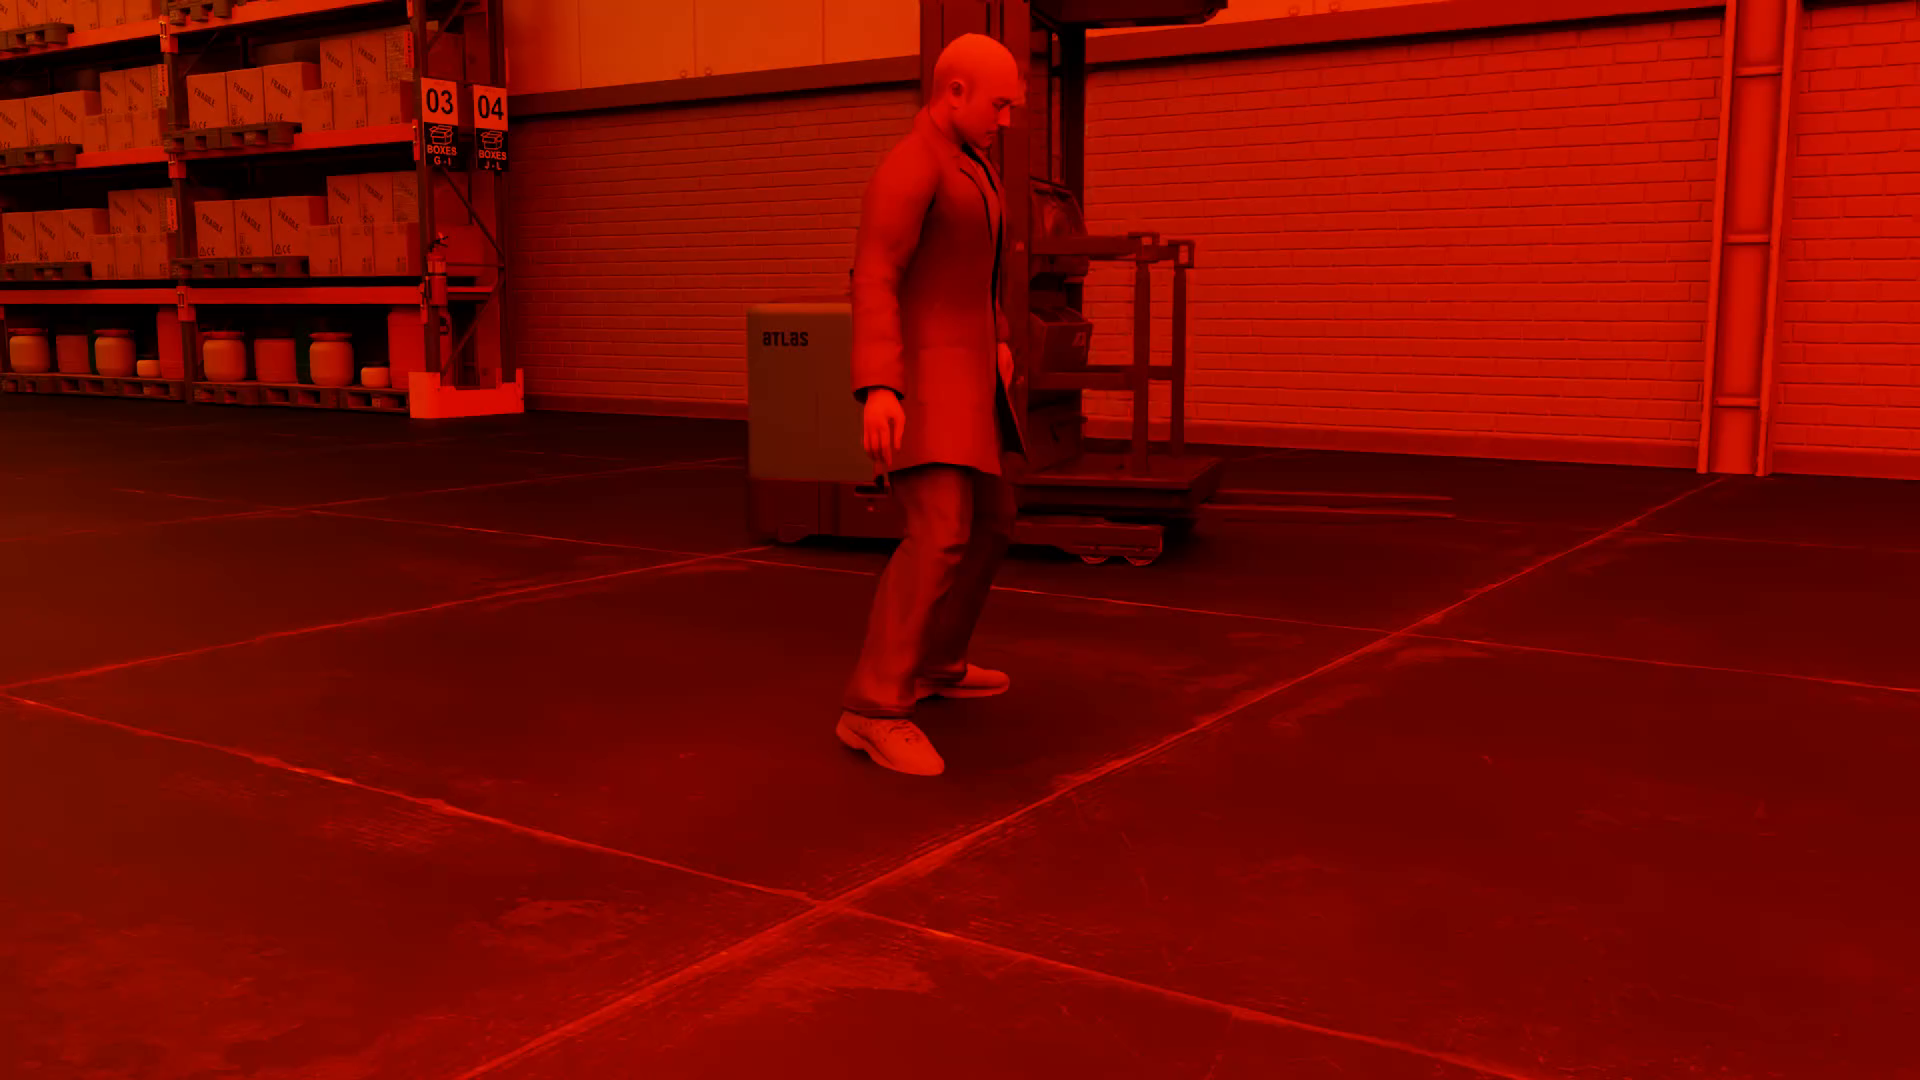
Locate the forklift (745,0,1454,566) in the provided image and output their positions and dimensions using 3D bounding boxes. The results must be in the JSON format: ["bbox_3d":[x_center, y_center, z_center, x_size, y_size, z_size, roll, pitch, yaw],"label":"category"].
[{"bbox_3d":[0.622,-1.428,7.234,3.031,2.935,1.130,2,8,16],"label":"forklift"}]

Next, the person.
[{"bbox_3d":[-0.050,-0.364,4.190,0.412,1.739,0.992,2,8,12],"label":"person"}]
